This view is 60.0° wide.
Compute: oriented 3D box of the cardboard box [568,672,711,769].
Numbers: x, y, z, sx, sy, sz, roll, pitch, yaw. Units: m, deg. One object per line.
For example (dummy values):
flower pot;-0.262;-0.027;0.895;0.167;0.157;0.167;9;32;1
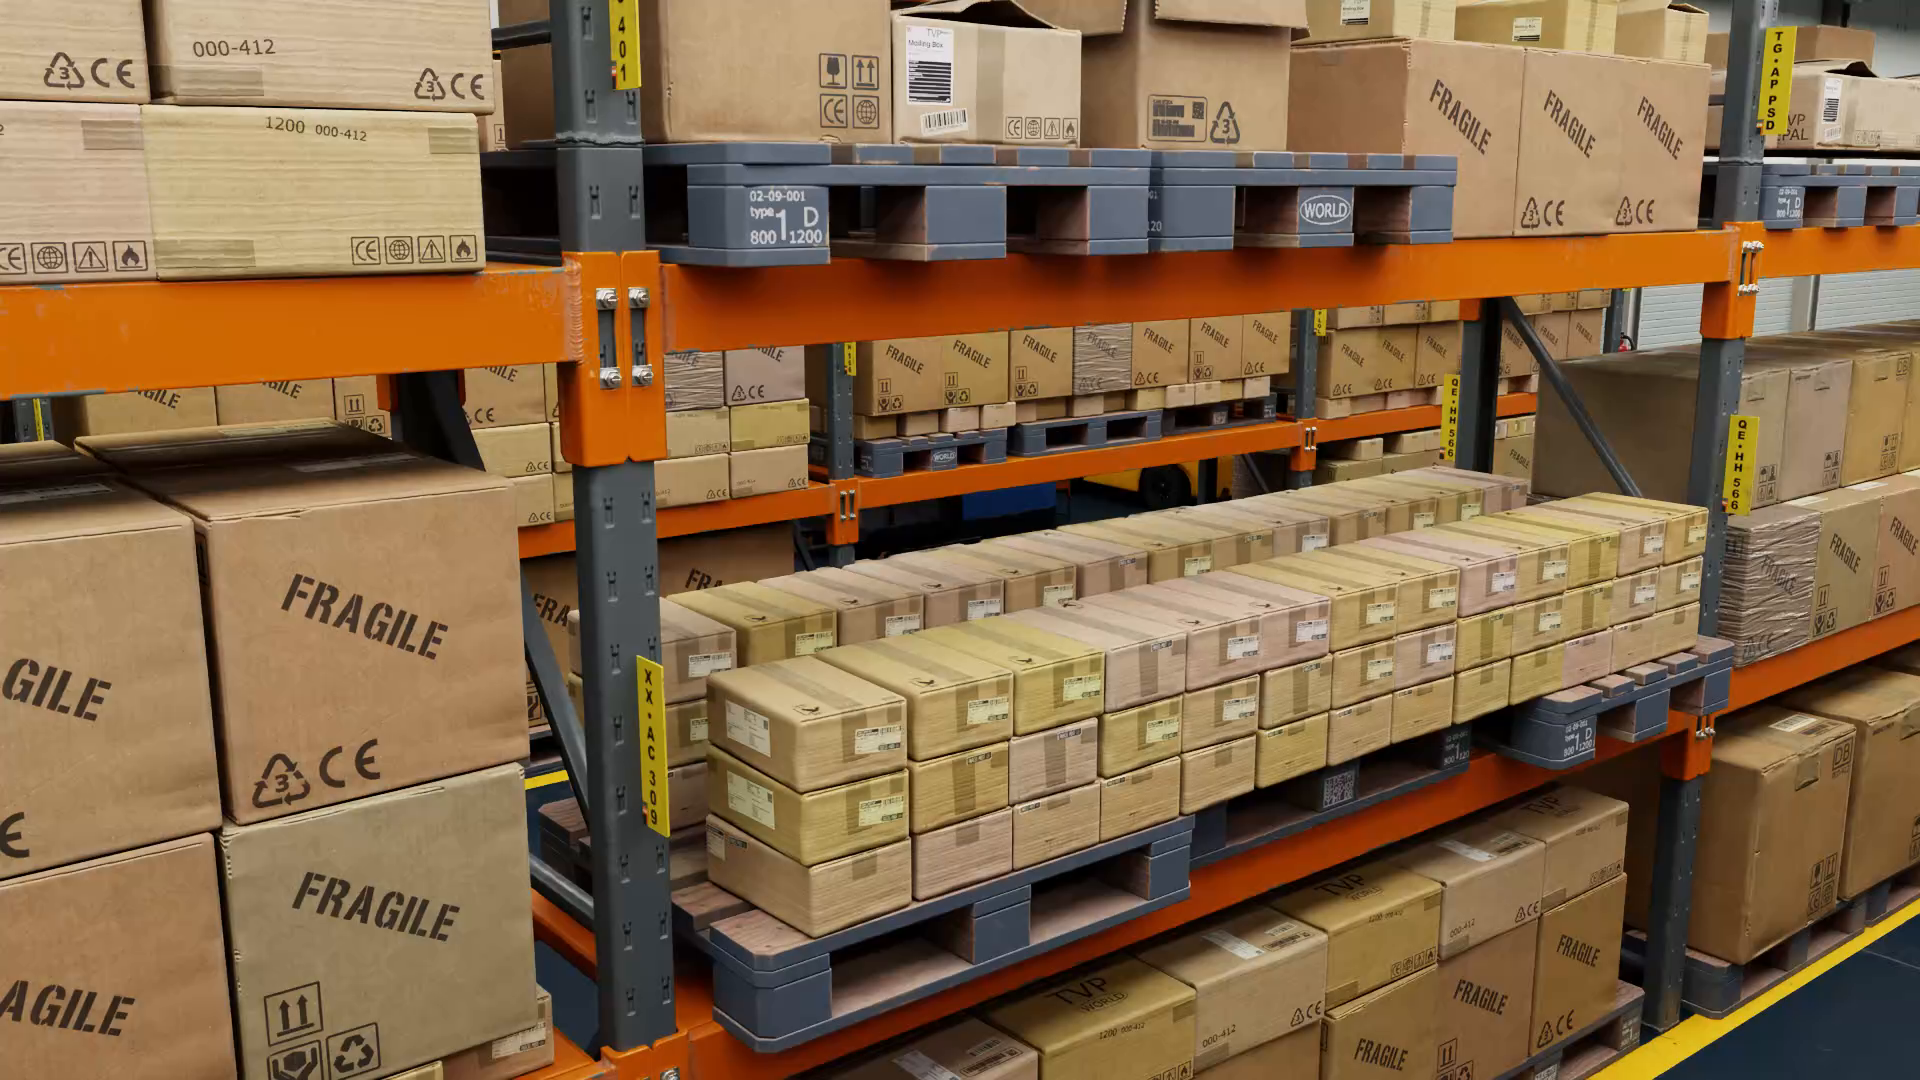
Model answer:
cardboard box;-0.721;0.403;3.889;0.250;0.149;0.380;-9;15;-36

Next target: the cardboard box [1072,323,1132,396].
cardboard box;0.748;-1.218;10.674;0.500;0.500;0.500;-10;16;-40

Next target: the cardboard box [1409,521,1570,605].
cardboard box;1.511;0.061;4.781;0.250;0.149;0.380;-9;15;-36

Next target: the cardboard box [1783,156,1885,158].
cardboard box;3.745;-1.771;7.099;0.258;0.266;0.396;-9;15;-38

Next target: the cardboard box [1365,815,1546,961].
cardboard box;1.457;1.044;5.191;0.500;0.250;0.500;-9;15;-37

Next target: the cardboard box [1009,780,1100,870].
cardboard box;0.097;0.586;3.739;0.250;0.149;0.380;-9;15;-37

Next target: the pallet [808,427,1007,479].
pallet;-0.466;-0.610;10.244;1.003;0.211;1.213;-9;15;-38

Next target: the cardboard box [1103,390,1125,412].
cardboard box;0.863;-0.937;10.914;0.250;0.149;0.380;-10;16;-40

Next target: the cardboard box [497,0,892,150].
cardboard box;-0.544;-1.039;3.326;0.500;0.500;0.700;-9;15;-38

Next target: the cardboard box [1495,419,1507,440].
cardboard box;4.178;-0.906;13.417;0.250;0.149;0.380;-9;15;-35

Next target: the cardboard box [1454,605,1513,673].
cardboard box;1.311;0.239;4.660;0.250;0.149;0.380;-10;15;-38

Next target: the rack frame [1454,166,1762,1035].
rack frame;2.215;0.195;5.988;0.127;3.000;1.000;-9;15;-38

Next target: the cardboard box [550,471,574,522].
cardboard box;-1.981;-0.282;8.596;0.500;0.250;0.500;-10;15;-38

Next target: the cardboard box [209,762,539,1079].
cardboard box;-1.109;0.628;2.991;0.500;0.500;0.500;-9;15;-38

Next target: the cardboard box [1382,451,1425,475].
cardboard box;3.207;-0.445;12.806;0.500;0.500;0.500;-9;15;-35

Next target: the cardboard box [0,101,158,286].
cardboard box;-1.520;-0.509;2.445;0.500;0.250;0.500;-9;15;-38

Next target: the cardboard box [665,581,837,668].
cardboard box;-0.507;0.222;4.024;0.250;0.149;0.380;-10;16;-39

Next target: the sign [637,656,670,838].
sign;-0.563;0.378;3.044;0.005;0.325;0.100;-9;15;-38

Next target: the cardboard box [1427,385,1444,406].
cardboard box;3.619;-1.144;12.900;0.250;0.149;0.380;-9;15;-37

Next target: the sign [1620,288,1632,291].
sign;5.622;-2.261;14.007;0.005;0.325;0.100;-9;15;-38

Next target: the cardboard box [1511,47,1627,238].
cardboard box;1.546;-1.139;4.807;0.500;0.500;0.500;-9;15;-38

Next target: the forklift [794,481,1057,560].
forklift;-0.648;-1.312;13.251;3.031;2.935;1.130;-9;15;-38

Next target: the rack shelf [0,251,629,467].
rack shelf;-2.470;-0.142;2.085;4.000;0.370;1.077;-9;15;-38

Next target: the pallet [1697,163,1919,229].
pallet;2.685;-1.272;6.130;1.003;0.211;1.213;-9;15;-35

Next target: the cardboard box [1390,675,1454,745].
cardboard box;1.112;0.417;4.538;0.250;0.149;0.380;-9;15;-36

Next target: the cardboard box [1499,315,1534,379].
cardboard box;4.252;-1.583;13.407;0.500;0.500;0.500;-10;15;-38

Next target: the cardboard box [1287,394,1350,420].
cardboard box;2.614;-0.980;12.125;0.250;0.149;0.380;-10;15;-38

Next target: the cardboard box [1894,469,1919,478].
cardboard box;3.914;-0.064;6.969;0.500;0.500;0.500;-10;15;-38

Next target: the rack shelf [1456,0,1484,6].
rack shelf;3.729;-3.954;12.826;4.000;0.370;1.077;-9;15;-38

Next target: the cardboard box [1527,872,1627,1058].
cardboard box;1.865;1.340;5.602;0.500;0.500;0.500;-10;15;-38

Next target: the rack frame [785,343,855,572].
rack frame;-0.956;-0.595;9.707;0.127;3.000;1.000;-9;15;-38

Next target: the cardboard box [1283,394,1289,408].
cardboard box;2.418;-1.115;12.765;0.250;0.149;0.380;-9;15;-36

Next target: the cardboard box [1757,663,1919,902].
cardboard box;3.427;0.912;7.018;0.750;0.750;1.050;-9;15;-37

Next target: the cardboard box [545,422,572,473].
cardboard box;-1.961;-0.525;8.536;0.500;0.250;0.500;-10;16;-39

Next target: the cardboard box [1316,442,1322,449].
cardboard box;2.858;-0.527;13.194;0.500;0.500;0.500;-9;15;-37

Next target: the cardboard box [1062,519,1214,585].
cardboard box;0.511;0.053;4.820;0.250;0.149;0.380;-10;15;-38

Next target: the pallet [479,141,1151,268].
pallet;-0.360;-0.724;3.547;1.003;0.211;1.213;-9;15;-38

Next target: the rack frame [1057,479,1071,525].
rack frame;0.898;-0.737;14.710;0.015;1.200;0.240;-9;15;-38

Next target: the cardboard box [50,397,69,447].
cardboard box;-3.887;-0.712;7.613;0.500;0.500;0.500;-9;15;-36

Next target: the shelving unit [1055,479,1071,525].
shelving unit;0.707;-0.705;14.560;0.503;1.200;0.258;-9;15;-38

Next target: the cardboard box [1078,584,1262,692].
cardboard box;0.498;0.229;3.991;0.250;0.149;0.380;-10;15;-38

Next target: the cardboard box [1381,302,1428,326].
cardboard box;3.059;-1.882;12.405;0.500;0.500;0.700;-9;15;-37

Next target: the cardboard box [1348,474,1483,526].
cardboard box;1.525;-0.115;5.608;0.250;0.149;0.380;-10;16;-39

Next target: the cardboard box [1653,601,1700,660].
cardboard box;2.117;0.251;5.318;0.250;0.149;0.380;-9;15;-37

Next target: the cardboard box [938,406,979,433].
cardboard box;-0.102;-0.748;10.025;0.250;0.149;0.380;-11;16;-41

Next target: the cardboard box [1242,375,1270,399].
cardboard box;1.938;-1.085;11.609;0.250;0.149;0.380;-9;15;-37

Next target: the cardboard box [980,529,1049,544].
cardboard box;0.658;0.219;11.190;0.625;0.372;0.950;-9;15;-36

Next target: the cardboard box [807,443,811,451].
cardboard box;-1.337;-0.892;15.816;0.625;0.625;0.875;-9;15;-35

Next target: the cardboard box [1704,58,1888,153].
cardboard box;2.918;-1.541;5.906;0.500;0.311;0.500;-9;15;-38

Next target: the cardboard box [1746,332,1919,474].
cardboard box;3.764;-0.599;7.078;0.500;0.500;0.700;-10;15;-38

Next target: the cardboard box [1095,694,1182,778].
cardboard box;0.292;0.408;3.862;0.250;0.149;0.380;-10;16;-40

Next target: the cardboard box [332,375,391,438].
cardboard box;-2.783;-0.759;7.835;0.500;0.500;0.500;-10;16;-39
